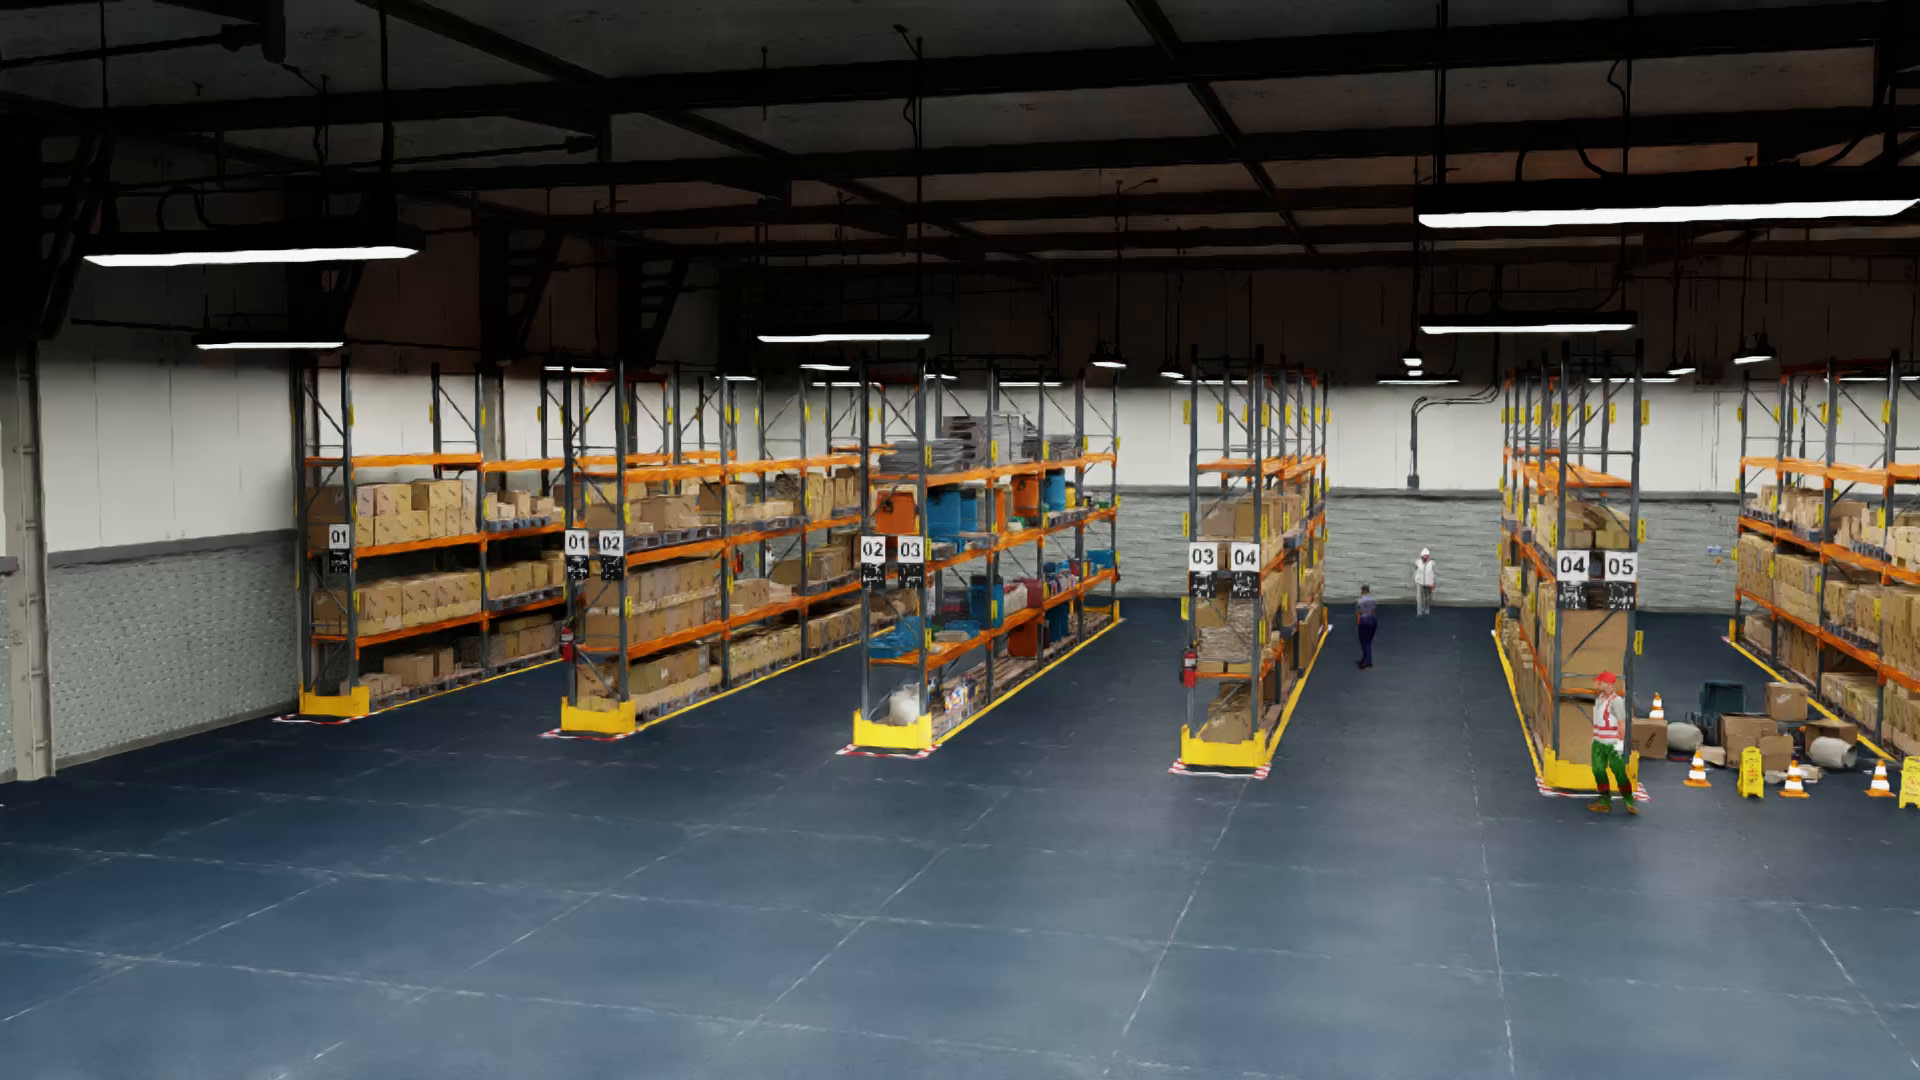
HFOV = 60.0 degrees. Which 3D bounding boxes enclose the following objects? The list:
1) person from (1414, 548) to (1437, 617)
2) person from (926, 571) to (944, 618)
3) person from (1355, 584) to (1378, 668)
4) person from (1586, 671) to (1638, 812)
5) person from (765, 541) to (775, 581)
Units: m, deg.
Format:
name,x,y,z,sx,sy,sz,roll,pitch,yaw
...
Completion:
name,x,y,z,sx,sy,sz,roll,pitch,yaw
person,11.566,1.045,41.334,0.543,1.700,1.119,1,4,13
person,-0.607,1.482,35.387,0.567,1.736,1.044,1,4,15
person,8.047,1.690,33.081,0.599,1.644,0.556,-4,6,-42
person,8.252,2.546,21.042,0.542,1.781,0.642,-1,4,-14
person,-5.038,0.860,43.991,0.700,1.672,0.558,-4,6,-41
